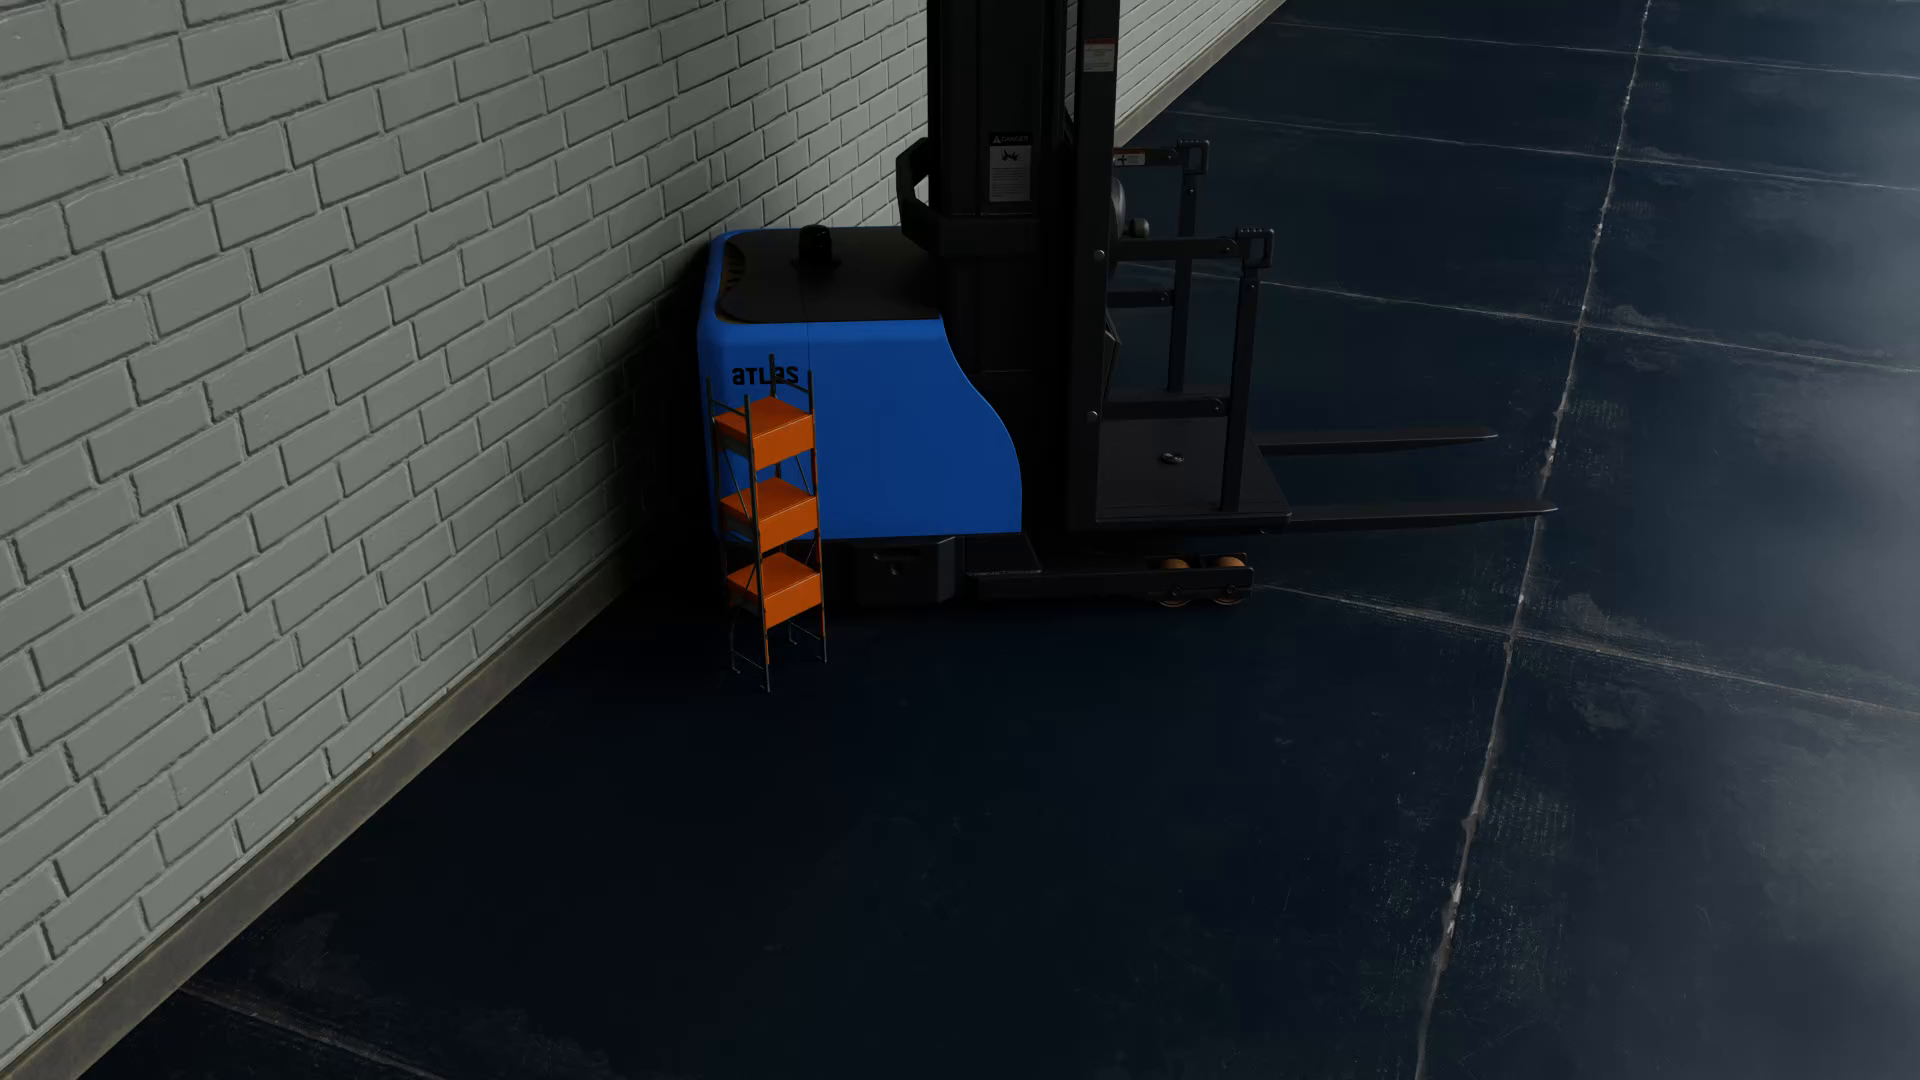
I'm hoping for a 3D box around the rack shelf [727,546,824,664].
[{"bbox_3d":[-0.603,0.209,5.399,0.215,0.259,0.240,26,39,38],"label":"rack shelf"}]

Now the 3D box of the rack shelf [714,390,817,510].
[{"bbox_3d":[-0.603,-0.280,5.123,0.215,0.259,0.240,26,39,38],"label":"rack shelf"}]

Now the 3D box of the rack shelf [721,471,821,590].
[{"bbox_3d":[-0.603,-0.033,5.262,0.215,0.259,0.240,26,39,38],"label":"rack shelf"}]

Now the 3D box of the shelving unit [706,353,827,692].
[{"bbox_3d":[-0.603,-0.042,5.257,0.215,1.050,0.252,26,39,38],"label":"shelving unit"}]

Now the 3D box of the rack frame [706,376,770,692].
[{"bbox_3d":[-0.689,0.001,5.182,0.200,1.050,0.008,26,39,38],"label":"rack frame"}]

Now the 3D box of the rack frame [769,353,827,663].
[{"bbox_3d":[-0.517,-0.084,5.332,0.200,1.050,0.008,26,39,38],"label":"rack frame"}]

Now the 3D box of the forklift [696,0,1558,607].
[{"bbox_3d":[0.621,-1.299,5.570,3.031,2.935,1.130,-2,30,-4],"label":"forklift"}]
